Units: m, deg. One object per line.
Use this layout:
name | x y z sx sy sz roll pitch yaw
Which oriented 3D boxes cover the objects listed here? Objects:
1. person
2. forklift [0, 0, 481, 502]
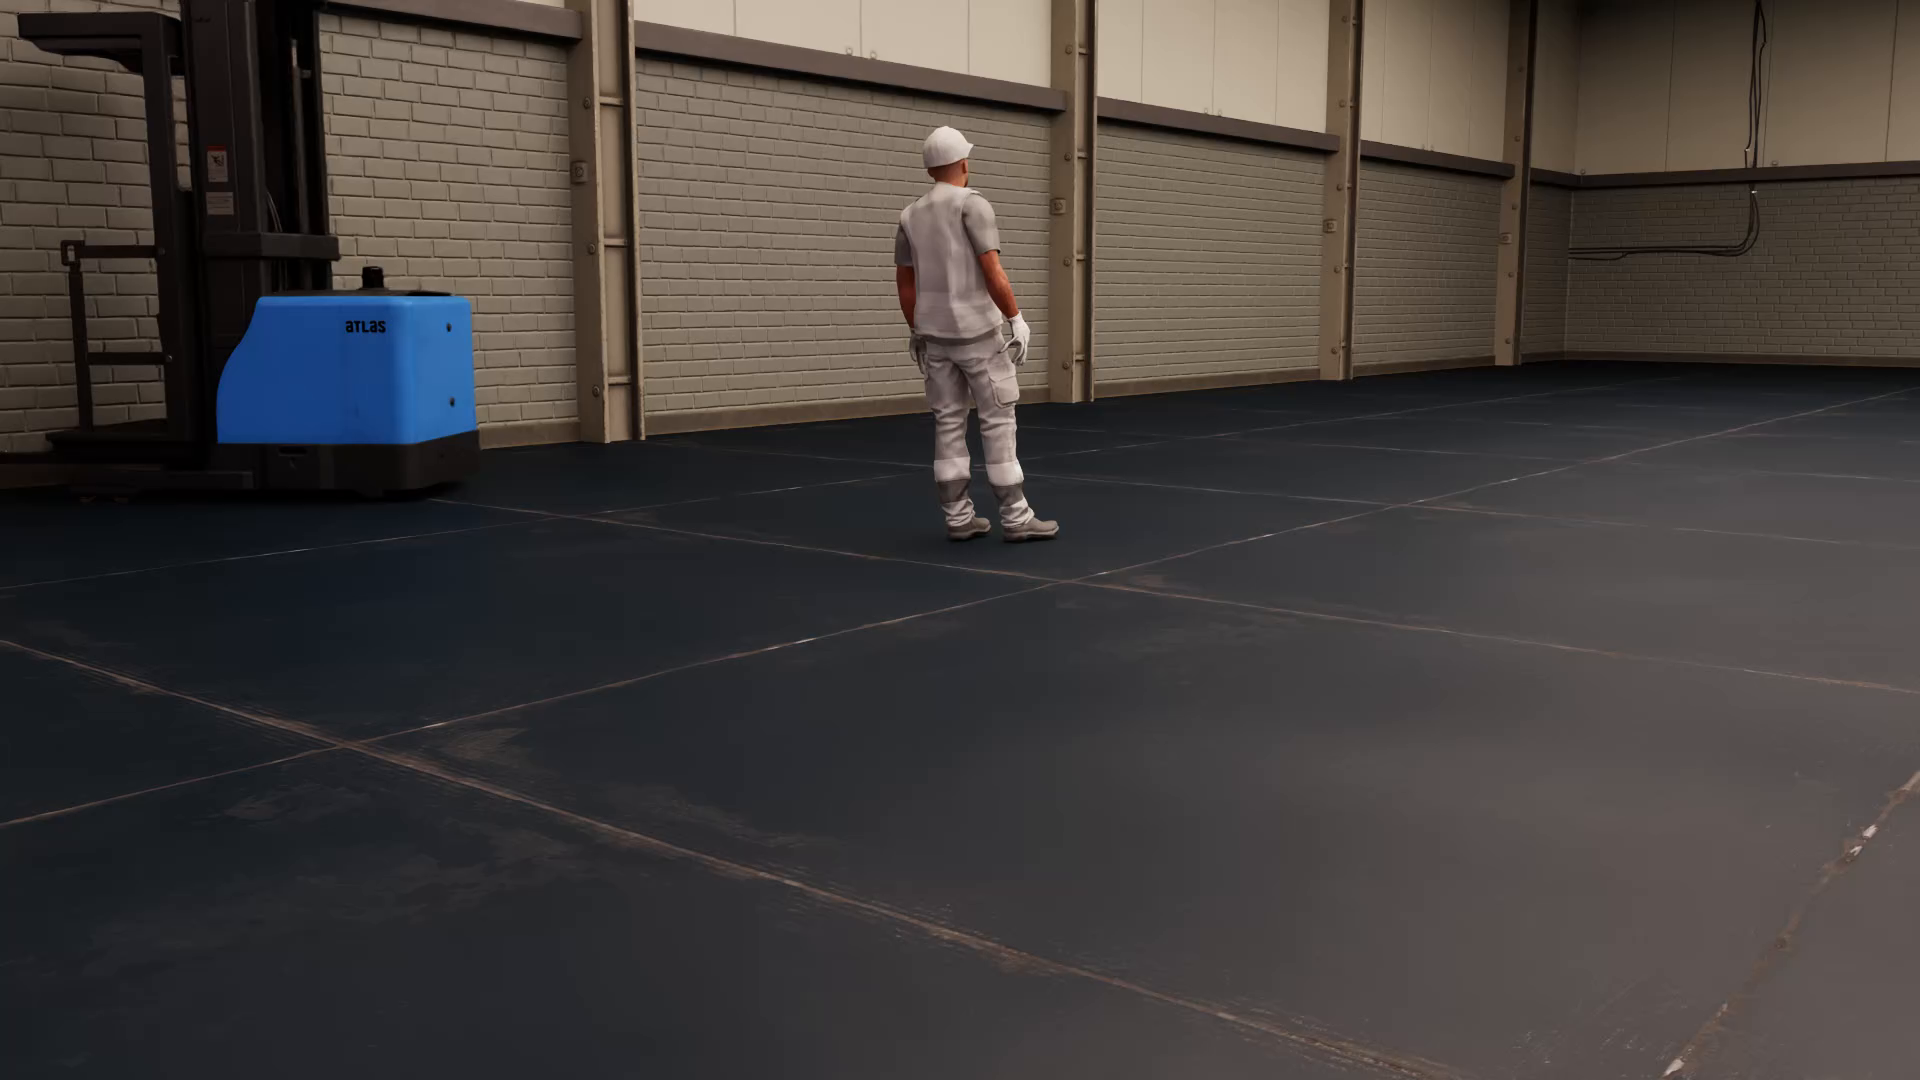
person | 0.060 -0.900 7.328 0.637 1.787 0.564 7 11 38
forklift | -4.313 -1.729 9.098 3.031 2.935 1.130 1 8 4
